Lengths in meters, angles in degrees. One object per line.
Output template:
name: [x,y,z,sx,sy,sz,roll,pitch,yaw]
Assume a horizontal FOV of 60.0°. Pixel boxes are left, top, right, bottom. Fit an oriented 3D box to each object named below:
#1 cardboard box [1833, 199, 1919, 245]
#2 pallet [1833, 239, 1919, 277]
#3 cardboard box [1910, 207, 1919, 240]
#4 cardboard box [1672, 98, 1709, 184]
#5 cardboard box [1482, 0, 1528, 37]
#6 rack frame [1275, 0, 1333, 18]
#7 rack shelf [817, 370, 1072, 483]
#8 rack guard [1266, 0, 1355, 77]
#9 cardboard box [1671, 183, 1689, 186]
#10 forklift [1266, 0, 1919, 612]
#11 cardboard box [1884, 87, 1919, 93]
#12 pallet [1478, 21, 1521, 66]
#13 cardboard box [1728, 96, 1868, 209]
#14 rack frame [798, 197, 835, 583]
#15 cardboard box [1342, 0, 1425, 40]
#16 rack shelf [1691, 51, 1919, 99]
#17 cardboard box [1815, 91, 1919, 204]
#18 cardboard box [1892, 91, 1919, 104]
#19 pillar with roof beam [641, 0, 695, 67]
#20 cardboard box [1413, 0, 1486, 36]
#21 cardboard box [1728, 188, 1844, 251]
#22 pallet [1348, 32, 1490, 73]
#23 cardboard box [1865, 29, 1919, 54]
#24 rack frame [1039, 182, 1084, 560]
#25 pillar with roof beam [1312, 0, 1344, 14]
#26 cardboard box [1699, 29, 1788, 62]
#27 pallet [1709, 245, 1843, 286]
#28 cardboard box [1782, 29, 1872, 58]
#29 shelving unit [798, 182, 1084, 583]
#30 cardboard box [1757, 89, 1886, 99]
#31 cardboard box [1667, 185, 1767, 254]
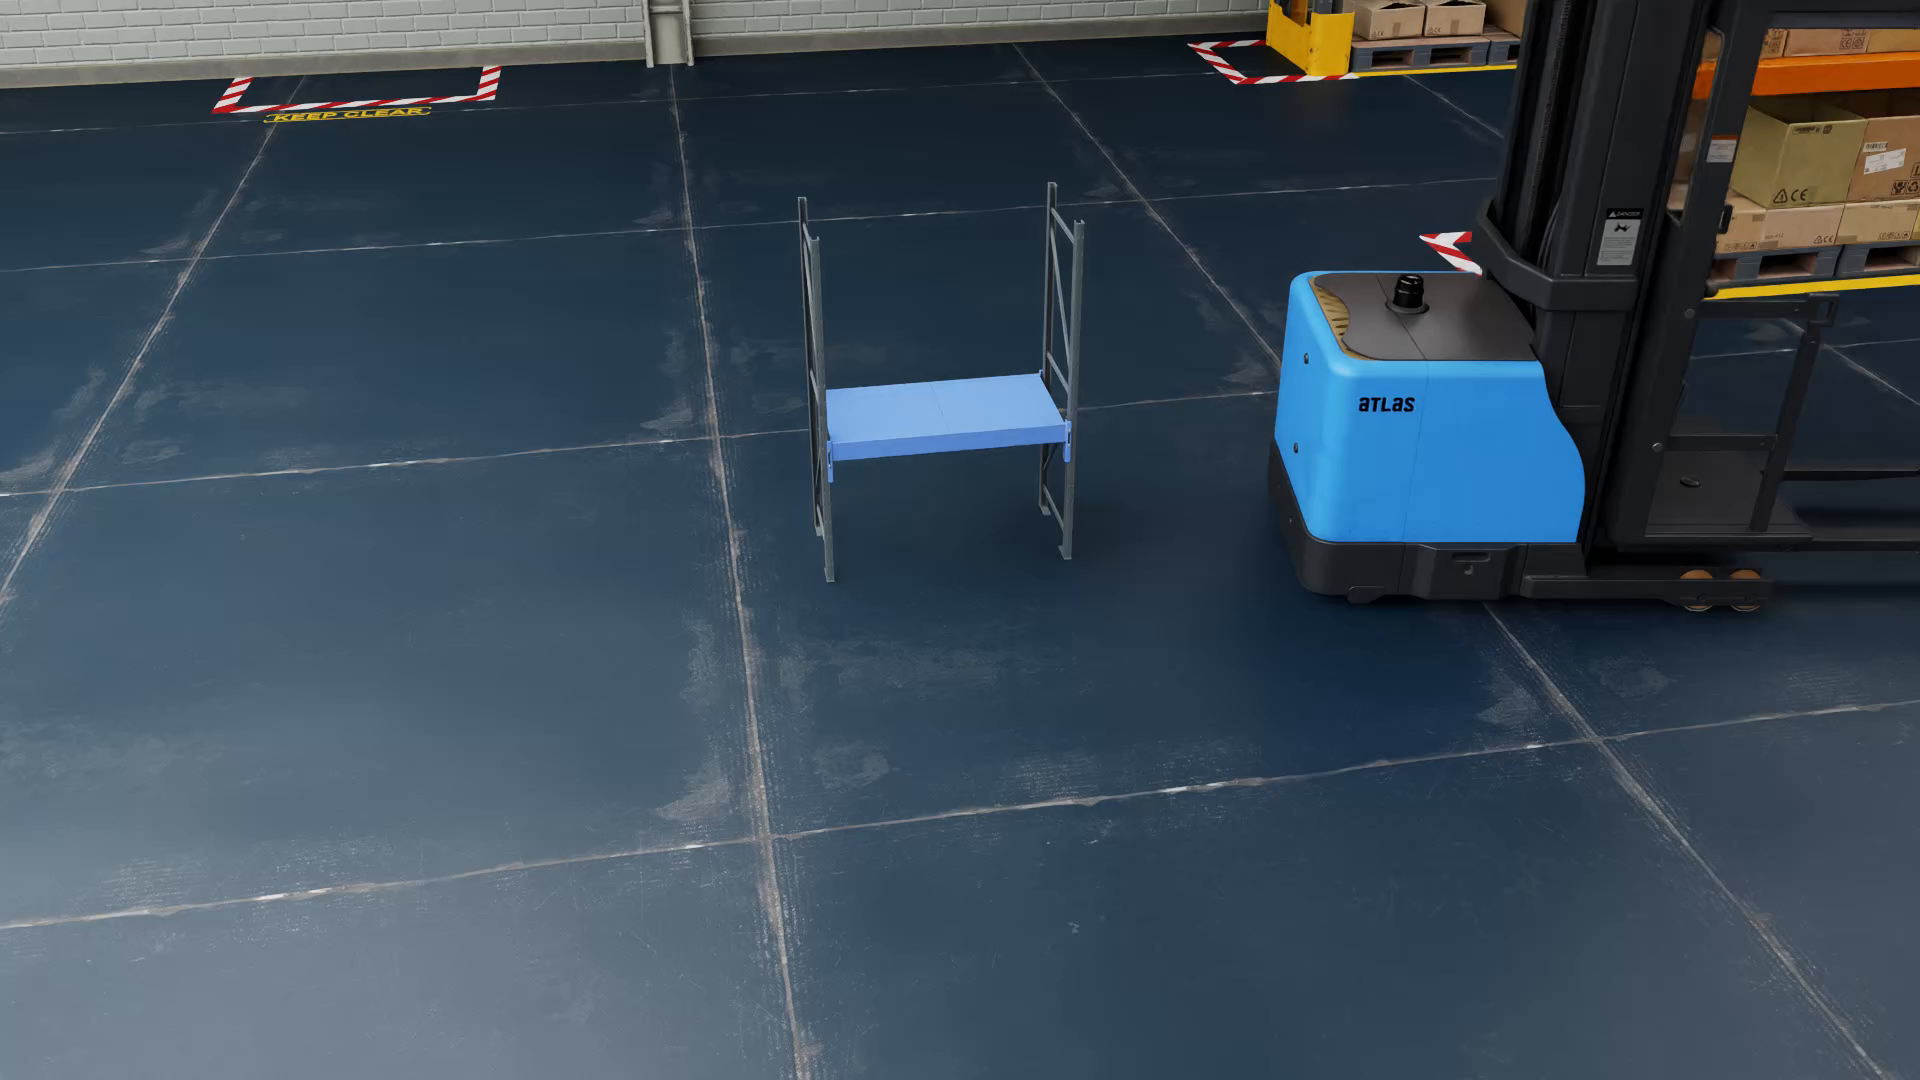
cardboard box: [5.342,-1.987,9.967,0.500,0.250,0.500,-5,31,-9]
pallet: [5.734,-1.958,10.372,1.213,0.211,1.003,-5,31,-9]
cardboard box: [5.835,-2.030,10.041,0.500,0.250,0.500,-5,31,-9]
cardboard box: [4.265,-2.476,10.060,0.500,0.500,0.500,-5,31,-9]
cardboard box: [4.884,-4.654,14.237,0.500,0.500,0.700,-7,31,-12]
rack frame: [2.896,-5.429,13.524,0.127,3.000,1.000,-5,31,-9]
rack shelf: [-0.084,-0.484,6.948,1.000,0.185,0.538,-5,31,-9]
rack guard: [2.970,-4.359,14.169,0.348,0.500,1.175,-5,31,-9]
cardboard box: [4.266,-2.152,10.249,0.500,0.250,0.500,-5,31,-9]
forklift: [2.905,-1.244,6.474,3.031,2.935,1.130,0,30,0]
cardboard box: [5.739,-2.620,10.305,0.500,0.500,0.500,-5,31,-9]
pallet: [4.973,-4.400,14.525,1.213,0.211,1.003,-5,31,-9]
cardboard box: [4.851,-2.263,9.699,0.500,0.500,0.500,-5,31,-9]
rack frame: [-0.584,-0.592,6.778,0.032,1.500,0.500,-5,31,-9]
cardboard box: [3.592,-4.478,14.125,0.500,0.311,0.500,-9,32,-15]
rack shelf: [5.759,-2.832,9.817,4.000,0.370,1.077,-5,31,-9]
cardboard box: [5.340,-2.316,9.787,0.500,0.500,0.500,-5,31,-9]
cardboard box: [5.835,-2.352,9.850,0.500,0.500,0.500,-5,31,-9]
pillar with roof beam: [-1.698,-5.816,8.264,0.400,9.000,9.100,-5,31,-9]
cardboard box: [4.153,-4.530,14.214,0.500,0.311,0.500,-3,31,-5]
cardboard box: [4.850,-1.941,9.890,0.500,0.250,0.500,-5,31,-9]
pallet: [3.776,-4.291,14.339,1.213,0.211,1.003,-5,31,-9]
cardboard box: [5.258,-3.132,9.518,0.500,0.500,0.700,-5,31,-9]
rack frame: [0.416,-0.685,6.936,0.032,1.500,0.500,-5,31,-9]
pillar with roof beam: [4.204,-6.364,9.195,0.400,9.000,9.100,-5,31,-9]
cardboard box: [4.253,-3.039,9.361,0.500,0.500,0.700,-5,31,-9]
pallet: [4.536,-1.849,10.185,1.213,0.211,1.003,-5,31,-9]
cardboard box: [4.769,-3.089,9.446,0.500,0.500,0.700,-5,31,-8]
shelving unit: [-0.084,-0.639,6.857,1.048,1.500,0.538,-5,31,-9]
cardboard box: [5.246,-2.575,10.228,0.500,0.500,0.500,-5,31,-9]
cardboard box: [4.359,-1.894,9.809,0.500,0.250,0.500,-5,31,-9]
